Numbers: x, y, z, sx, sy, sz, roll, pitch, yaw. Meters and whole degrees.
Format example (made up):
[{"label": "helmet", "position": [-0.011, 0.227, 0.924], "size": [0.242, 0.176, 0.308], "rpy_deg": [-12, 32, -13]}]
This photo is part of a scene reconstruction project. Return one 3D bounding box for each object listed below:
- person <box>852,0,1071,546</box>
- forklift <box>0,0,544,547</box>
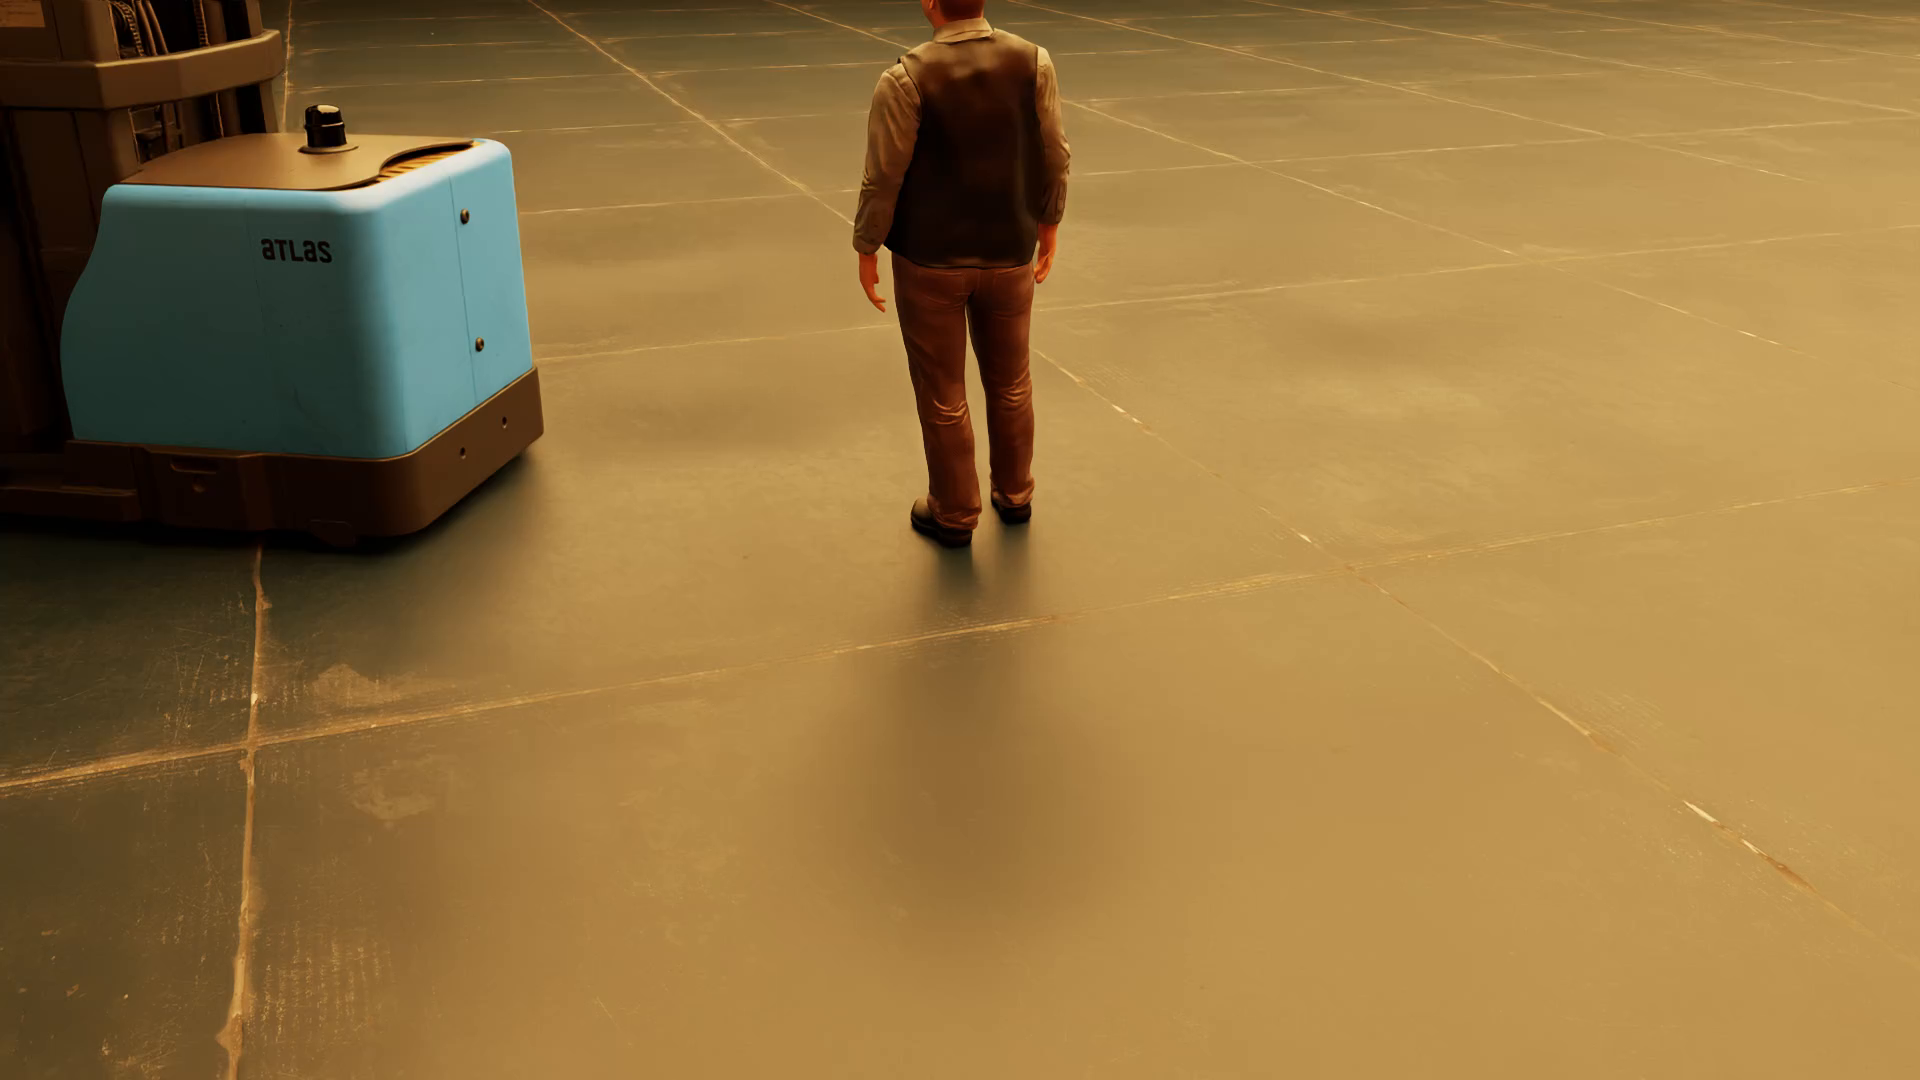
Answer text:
[{"label": "person", "position": [-0.015, -0.824, 4.800], "size": [0.634, 1.722, 0.566], "rpy_deg": [-8, 24, -18]}, {"label": "forklift", "position": [-3.013, -1.593, 5.086], "size": [3.031, 2.935, 1.130], "rpy_deg": [4, 23, 10]}]
